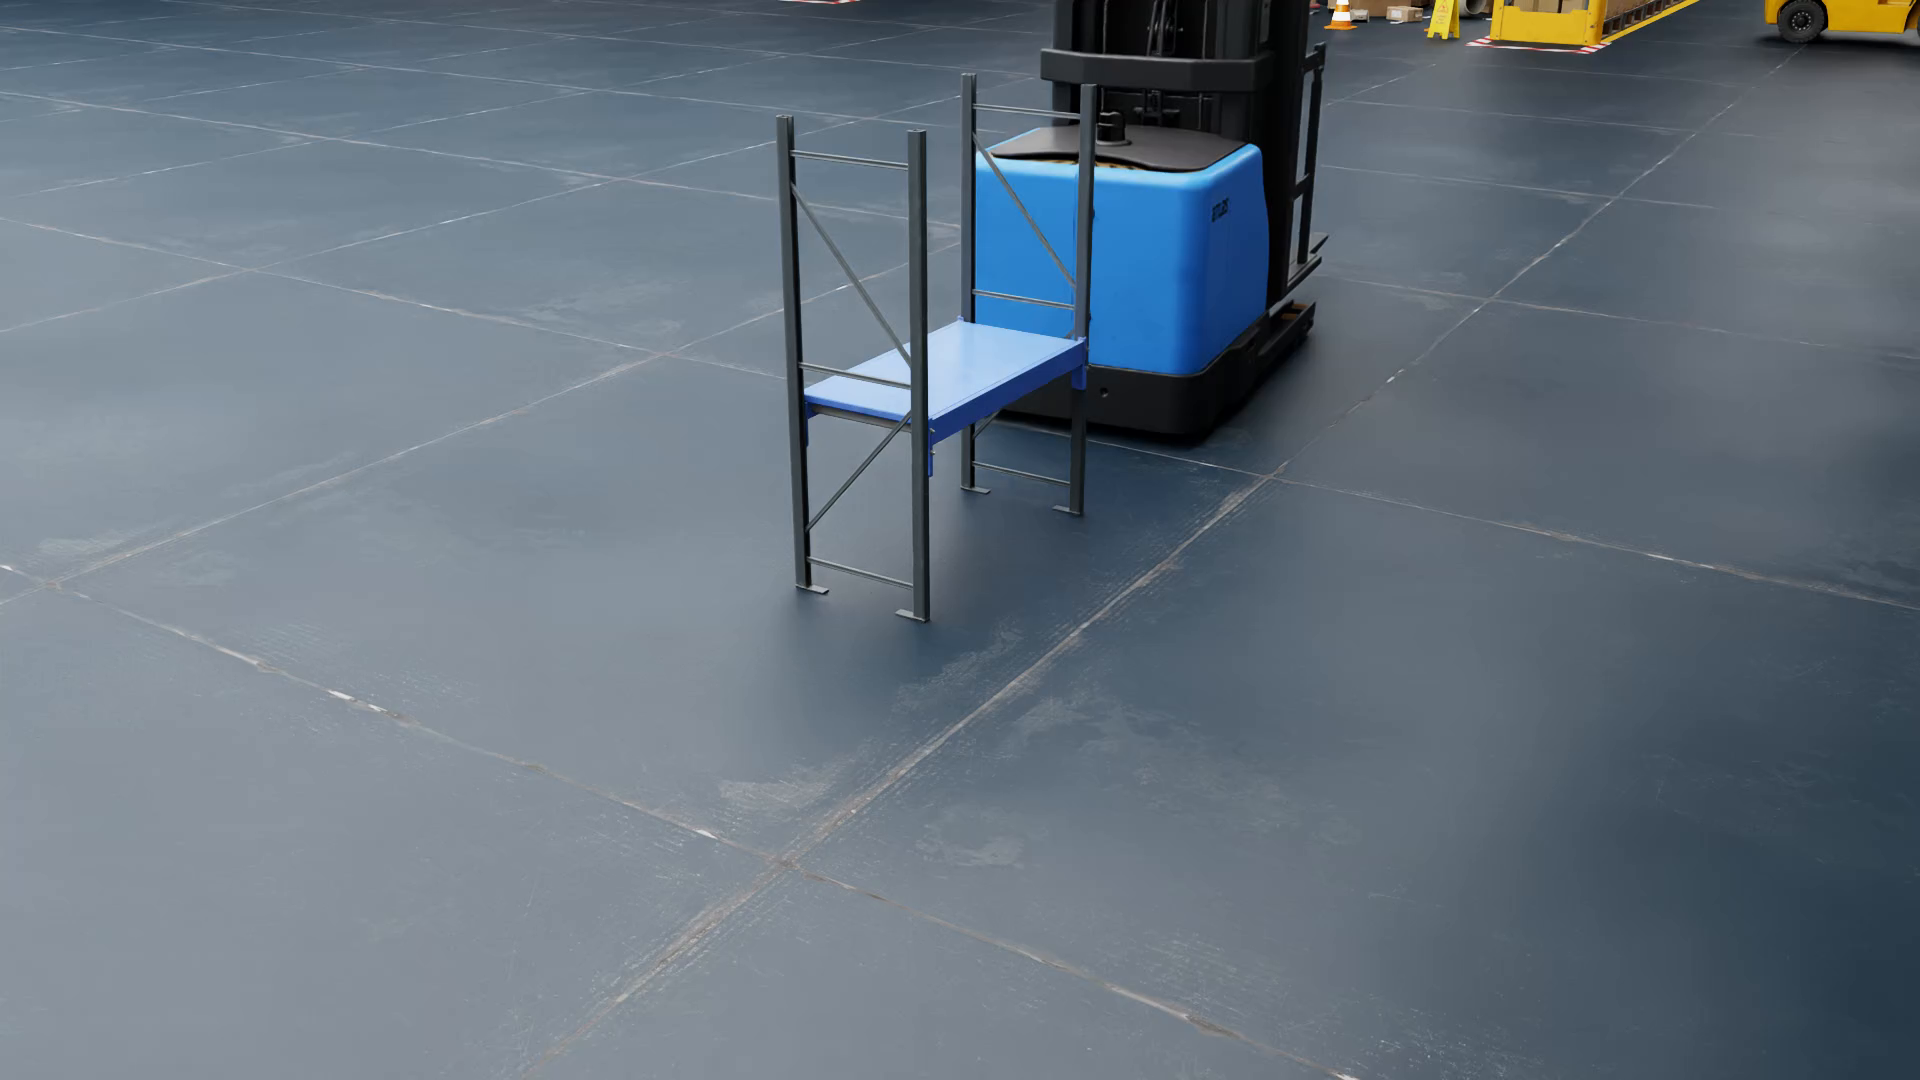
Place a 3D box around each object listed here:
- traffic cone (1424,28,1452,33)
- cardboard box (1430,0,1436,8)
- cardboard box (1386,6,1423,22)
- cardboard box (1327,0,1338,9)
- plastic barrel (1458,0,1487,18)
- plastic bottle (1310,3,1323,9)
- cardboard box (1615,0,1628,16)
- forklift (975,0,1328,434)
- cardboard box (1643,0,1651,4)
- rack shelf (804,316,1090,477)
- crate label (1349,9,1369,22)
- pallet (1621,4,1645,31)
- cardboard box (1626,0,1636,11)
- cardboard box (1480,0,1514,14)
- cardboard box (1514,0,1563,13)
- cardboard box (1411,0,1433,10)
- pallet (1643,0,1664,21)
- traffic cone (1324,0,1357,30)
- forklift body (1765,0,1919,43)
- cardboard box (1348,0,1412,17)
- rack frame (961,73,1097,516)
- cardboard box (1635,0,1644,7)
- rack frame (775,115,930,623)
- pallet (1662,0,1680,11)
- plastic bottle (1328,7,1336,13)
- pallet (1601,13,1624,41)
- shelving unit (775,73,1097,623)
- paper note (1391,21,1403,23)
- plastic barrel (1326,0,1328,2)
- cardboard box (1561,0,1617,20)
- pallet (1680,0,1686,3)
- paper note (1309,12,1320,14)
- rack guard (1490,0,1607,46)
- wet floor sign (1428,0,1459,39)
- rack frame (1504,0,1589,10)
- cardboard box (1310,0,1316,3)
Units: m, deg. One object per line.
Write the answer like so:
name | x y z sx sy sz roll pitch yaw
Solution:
traffic cone | 5.679 -6.228 19.553 0.336 0.463 0.334 14 27 29
cardboard box | 6.405 -7.247 22.155 0.258 0.266 0.396 -3 24 -7
cardboard box | 5.523 -6.533 20.655 0.250 0.149 0.380 -12 26 -26
cardboard box | 5.058 -7.109 21.837 0.396 0.266 0.258 20 30 38
plastic barrel | 6.352 -6.808 20.944 0.421 0.421 0.512 -7 24 -17
plastic bottle | 4.659 -7.075 22.017 0.283 0.061 0.133 5 24 11
cardboard box | 7.484 -6.292 19.442 0.500 0.250 0.500 15 28 31
forklift | 1.061 -2.312 7.402 1.130 2.935 3.031 10 25 22
cardboard box | 8.302 -6.820 20.660 0.500 0.250 0.500 13 27 28
rack shelf | -0.045 -0.494 5.457 0.538 0.185 1.000 14 27 29
crate label | 4.919 -6.474 20.533 0.250 0.136 0.298 1 23 2
pallet | 7.691 -6.399 20.266 1.003 0.211 1.213 14 27 29
cardboard box | 7.762 -6.479 19.873 0.500 0.250 0.500 16 28 32
cardboard box | 6.937 -7.104 21.527 0.500 0.500 0.500 -7 24 -17
cardboard box | 6.759 -6.245 19.331 0.500 0.250 0.500 14 27 29
cardboard box | 5.810 -7.334 21.886 0.797 0.637 0.503 14 27 29
pallet | 8.334 -6.813 21.221 1.003 0.211 1.213 14 27 29
traffic cone | 4.557 -6.345 19.825 0.336 0.463 0.334 14 27 29
forklift body | 10.218 -6.570 18.220 2.313 2.155 1.214 14 27 29
cardboard box | 5.324 -6.954 21.180 0.797 0.503 0.637 -3 24 -7
rack frame | 0.223 -0.831 5.782 0.500 1.500 0.032 14 27 29
cardboard box | 8.030 -6.649 20.266 0.500 0.250 0.500 14 27 30
rack frame | -0.313 -0.488 4.989 0.500 1.500 0.032 14 27 29
pallet | 9.068 -7.310 22.370 1.003 0.211 1.213 14 27 29
plastic bottle | 4.839 -6.860 21.519 0.133 0.061 0.283 5 24 11
pallet | 7.047 -5.989 19.319 1.003 0.211 1.213 14 27 29
shelving unit | -0.045 -0.659 5.386 0.538 1.500 1.048 14 27 29
paper note | 5.356 -6.350 20.380 0.148 0.019 0.142 5 24 11
plastic barrel | 5.104 -7.443 22.410 0.421 0.421 0.512 -7 24 -17
cardboard box | 7.209 -6.122 19.047 0.500 0.250 0.500 14 27 29
pallet | 9.710 -7.723 23.325 1.003 0.211 1.213 14 27 29
paper note | 4.537 -6.776 21.365 0.142 0.017 0.144 -17 29 -35
rack guard | 6.588 -5.855 18.645 1.175 0.500 0.348 14 27 29
wet floor sign | 5.539 -6.056 18.927 0.232 0.644 0.267 -17 29 -35
rack frame | 6.548 -6.976 18.089 1.000 3.000 0.127 14 27 29
cardboard box | 4.453 -7.445 22.314 0.500 0.500 0.500 20 30 38
